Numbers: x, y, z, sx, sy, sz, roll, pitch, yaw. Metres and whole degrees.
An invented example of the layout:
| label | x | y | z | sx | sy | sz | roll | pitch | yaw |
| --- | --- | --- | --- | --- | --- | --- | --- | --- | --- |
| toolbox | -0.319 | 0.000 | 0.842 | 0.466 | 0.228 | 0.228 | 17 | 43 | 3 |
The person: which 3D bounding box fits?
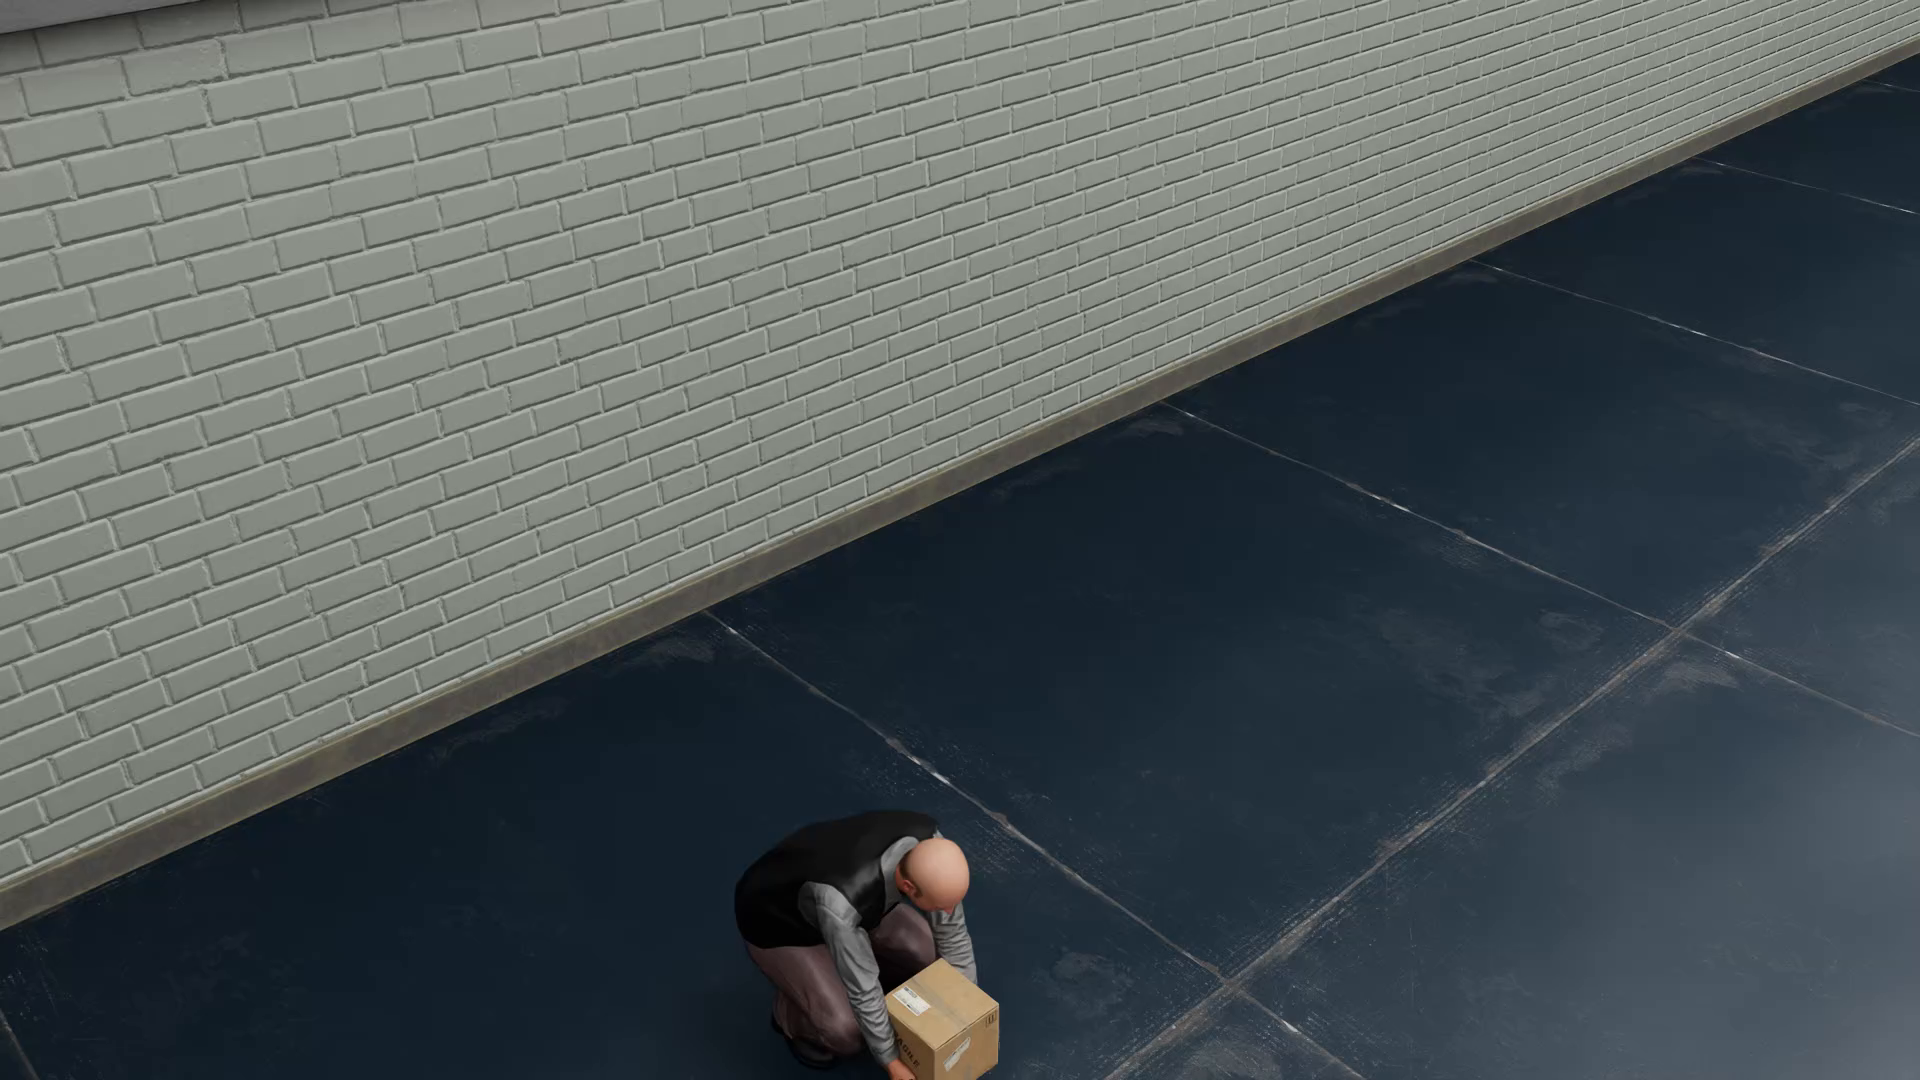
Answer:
| label | x | y | z | sx | sy | sz | roll | pitch | yaw |
| --- | --- | --- | --- | --- | --- | --- | --- | --- | --- |
| person | -0.282 | 1.172 | 4.979 | 0.520 | 0.973 | 0.874 | -27 | 40 | -36 |
